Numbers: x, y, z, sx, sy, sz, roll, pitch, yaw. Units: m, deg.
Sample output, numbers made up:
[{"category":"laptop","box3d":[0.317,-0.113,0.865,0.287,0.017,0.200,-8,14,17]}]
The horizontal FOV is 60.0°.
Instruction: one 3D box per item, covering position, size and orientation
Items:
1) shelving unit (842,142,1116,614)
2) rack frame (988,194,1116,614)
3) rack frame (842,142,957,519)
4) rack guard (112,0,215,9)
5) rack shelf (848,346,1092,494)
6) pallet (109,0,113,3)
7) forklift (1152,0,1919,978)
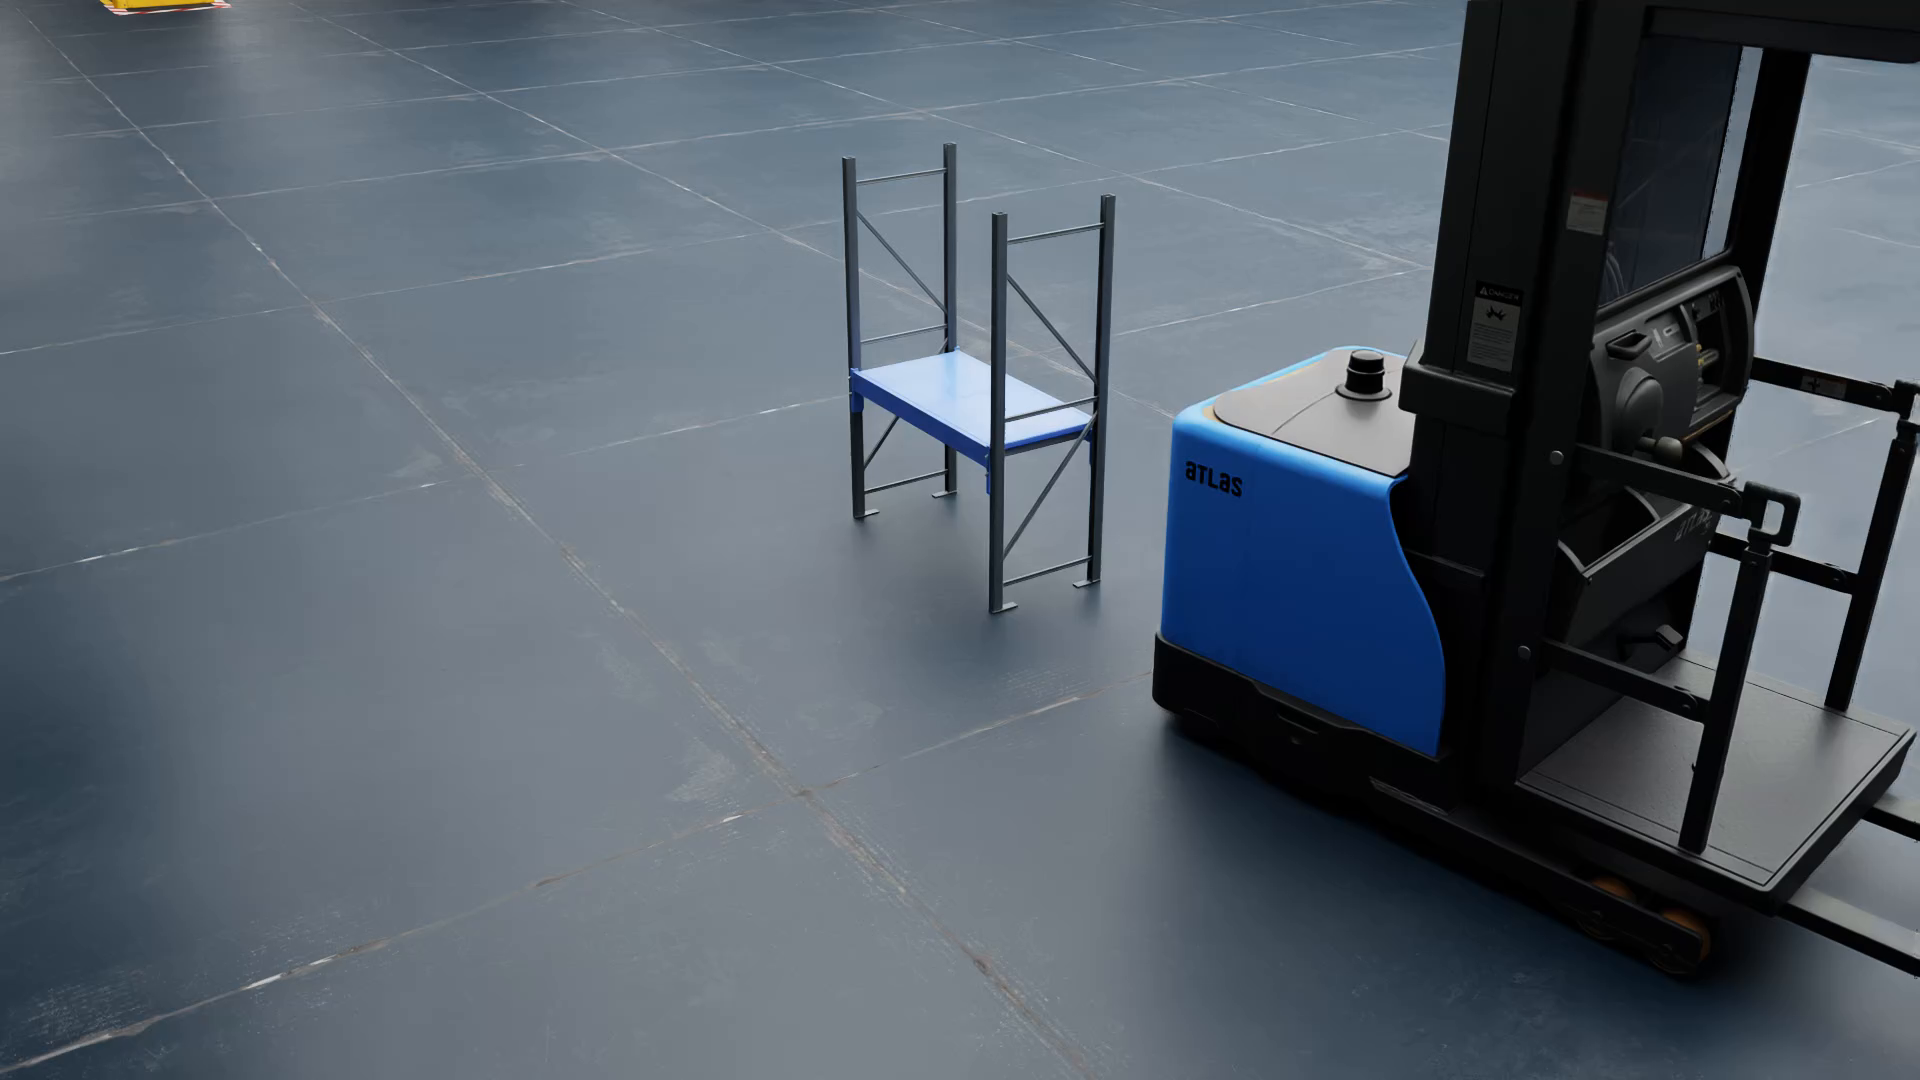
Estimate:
[{"category":"shelving unit","box3d":[0.047,-0.648,6.365,0.538,1.500,1.048,-16,29,-30]},{"category":"rack frame","box3d":[0.324,-0.466,5.980,0.500,1.500,0.032,-16,29,-30]},{"category":"rack frame","box3d":[-0.231,-0.830,6.750,0.500,1.500,0.032,-16,29,-30]},{"category":"rack guard","box3d":[-10.178,-7.085,21.172,1.175,0.500,0.348,-16,29,-30]},{"category":"rack shelf","box3d":[0.047,-0.485,6.442,0.538,0.185,1.000,-16,29,-30]},{"category":"pallet","box3d":[-10.644,-7.226,21.810,1.003,0.211,1.213,-16,29,-30]},{"category":"forklift","box3d":[2.029,-0.442,4.254,1.130,2.935,3.031,-23,34,-40]}]
